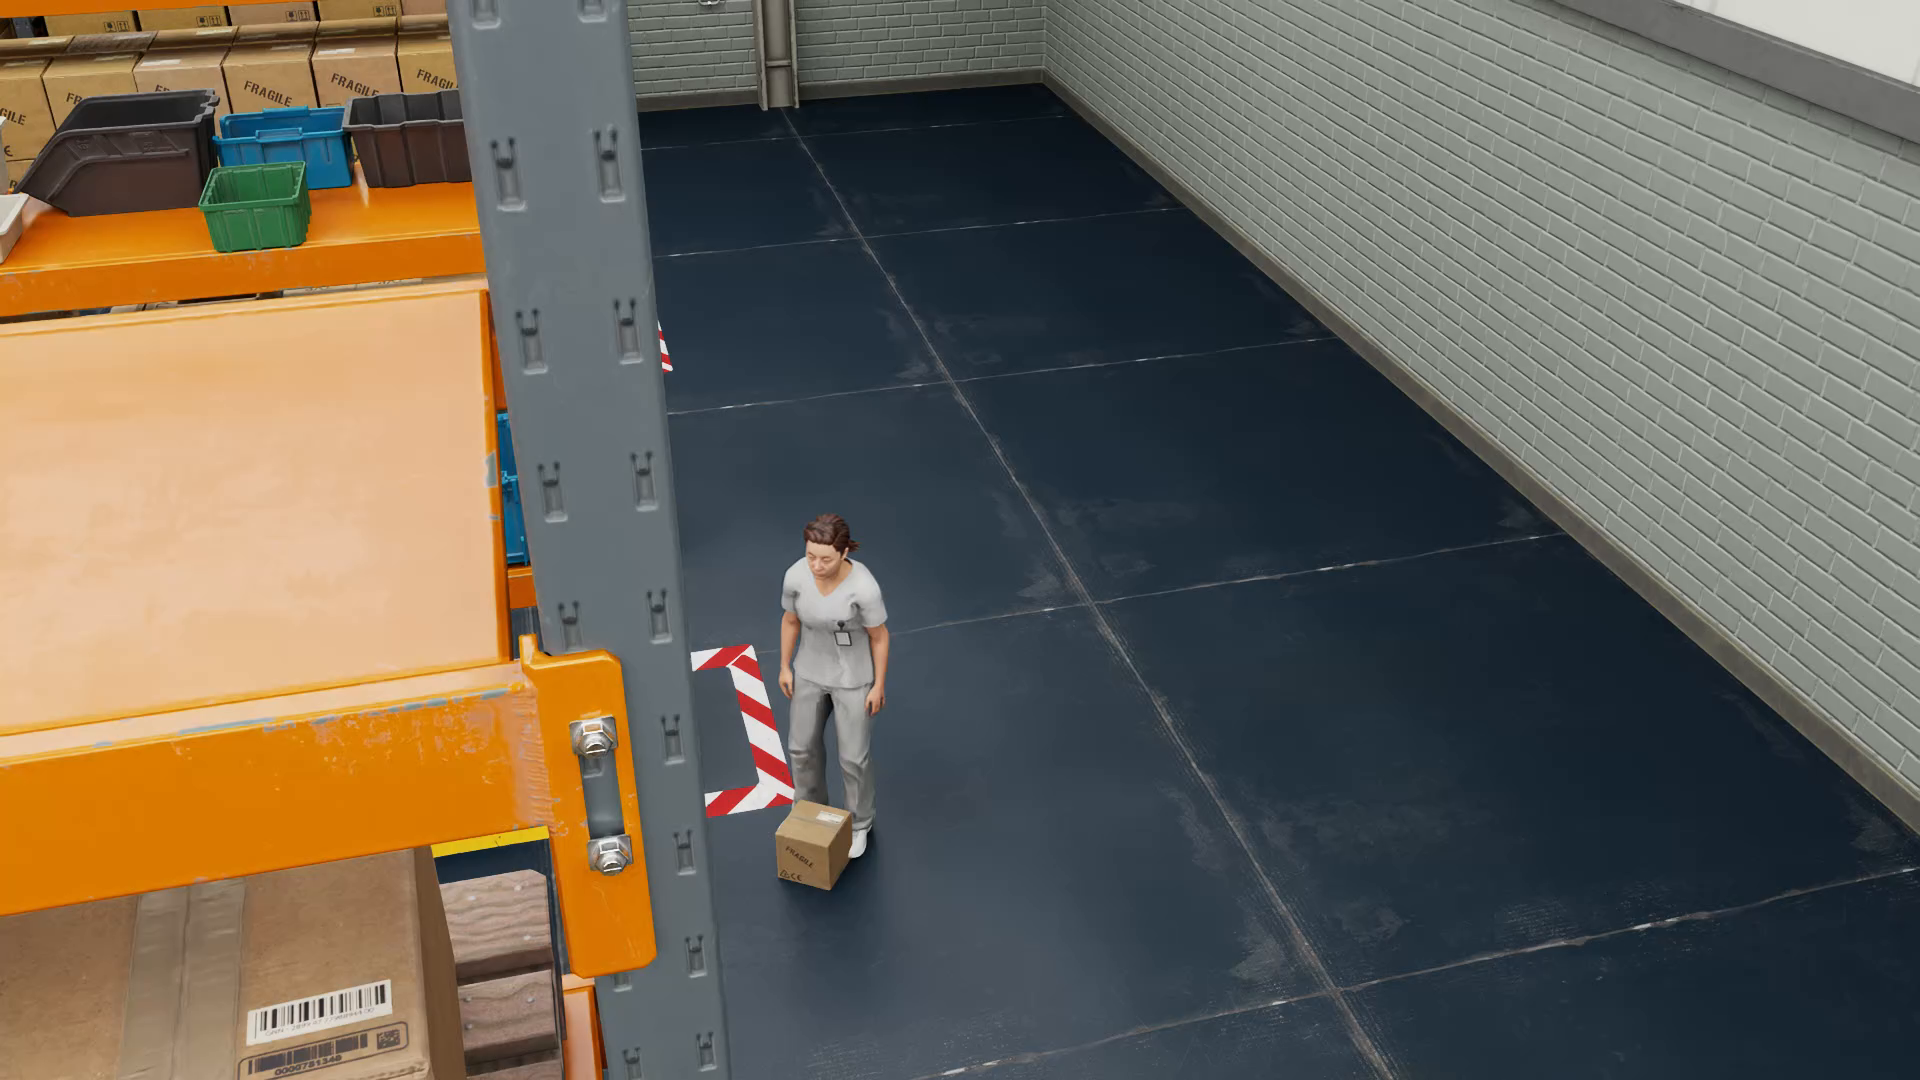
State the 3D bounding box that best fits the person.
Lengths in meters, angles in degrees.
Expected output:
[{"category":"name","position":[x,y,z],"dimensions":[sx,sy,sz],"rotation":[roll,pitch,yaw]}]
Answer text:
[{"category":"person","position":[-0.550,0.600,7.110],"dimensions":[0.504,1.671,0.365],"rotation":[10,32,16]}]
